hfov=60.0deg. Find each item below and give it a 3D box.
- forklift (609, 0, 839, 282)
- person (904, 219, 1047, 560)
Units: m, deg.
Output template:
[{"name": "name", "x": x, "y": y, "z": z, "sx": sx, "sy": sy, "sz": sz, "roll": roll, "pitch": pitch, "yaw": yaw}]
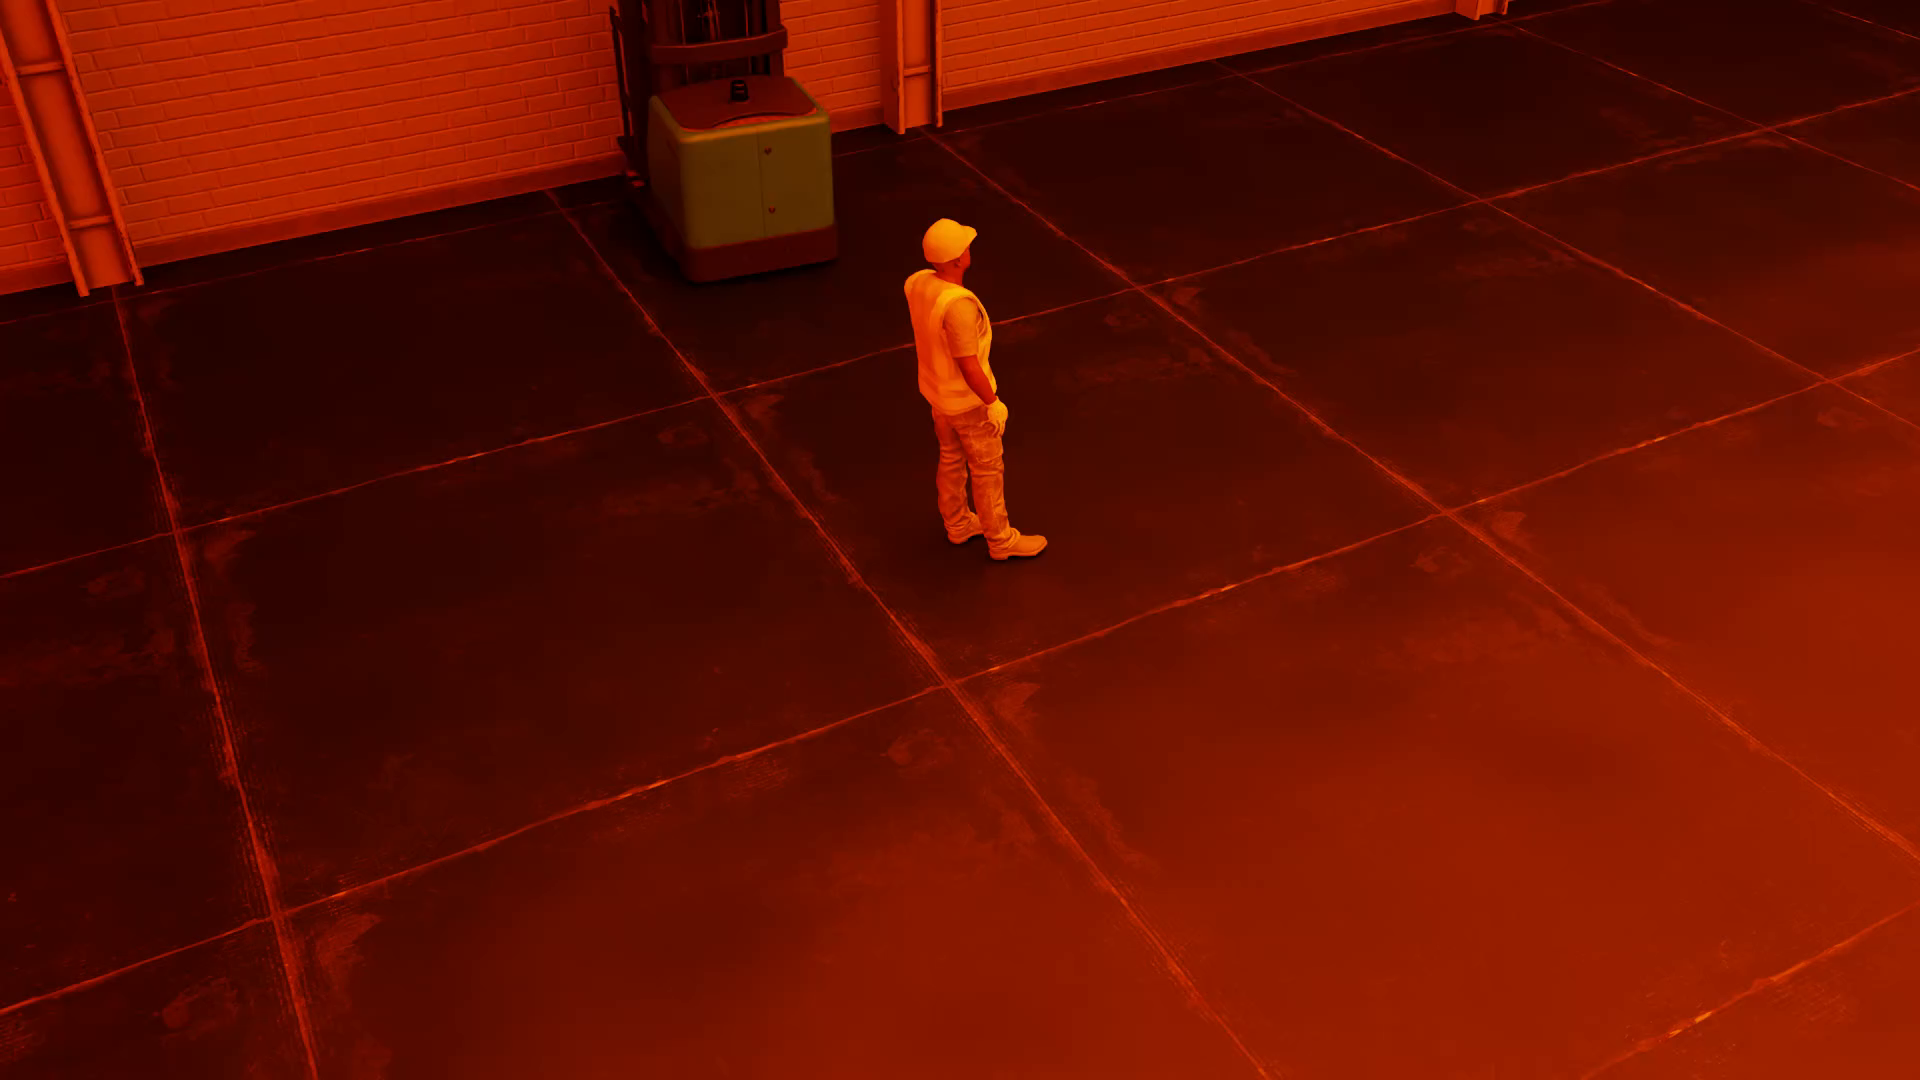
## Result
[{"name": "forklift", "x": -1.849, "y": -3.735, "z": 11.407, "sx": 1.130, "sy": 2.935, "sz": 3.031, "roll": -13, "pitch": 37, "yaw": -18}, {"name": "person", "x": 0.068, "y": -0.750, "z": 8.165, "sx": 0.575, "sy": 1.785, "sz": 0.657, "roll": -17, "pitch": 39, "yaw": -23}]
